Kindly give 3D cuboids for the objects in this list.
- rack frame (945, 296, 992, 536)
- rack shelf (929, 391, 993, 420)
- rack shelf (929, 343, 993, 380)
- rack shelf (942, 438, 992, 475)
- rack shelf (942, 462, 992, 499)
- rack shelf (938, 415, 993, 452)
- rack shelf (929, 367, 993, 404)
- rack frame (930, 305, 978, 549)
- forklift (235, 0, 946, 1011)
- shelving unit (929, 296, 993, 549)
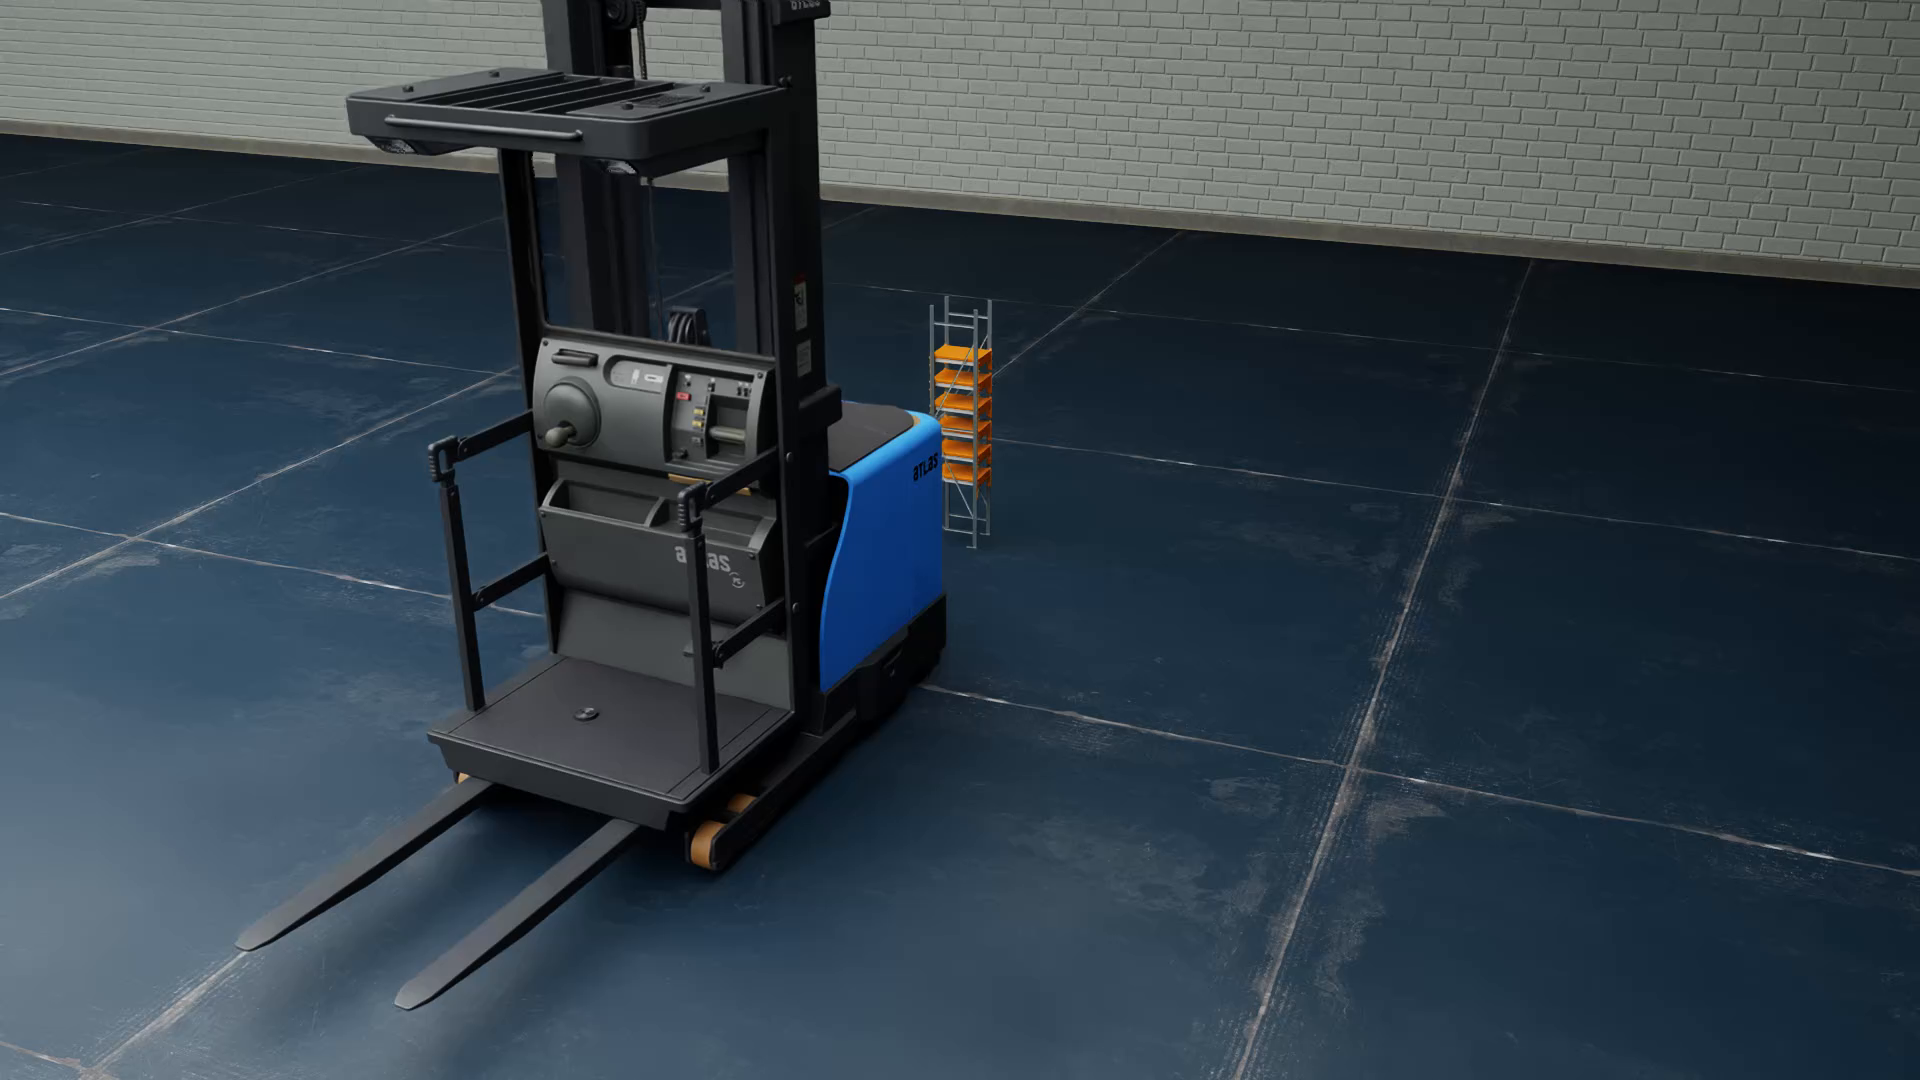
[{"bbox_3d":[0.039,-0.592,8.110,0.240,1.200,0.006,9,24,20],"label":"rack frame"},{"bbox_3d":[0.005,-0.629,8.002,0.258,0.103,0.180,9,24,20],"label":"rack shelf"},{"bbox_3d":[0.005,-0.850,7.910,0.258,0.103,0.180,9,24,20],"label":"rack shelf"},{"bbox_3d":[0.005,-0.407,8.095,0.258,0.103,0.180,9,24,20],"label":"rack shelf"},{"bbox_3d":[0.005,-0.296,8.141,0.258,0.103,0.180,9,24,20],"label":"rack shelf"},{"bbox_3d":[0.005,-0.518,8.048,0.258,0.103,0.180,9,24,20],"label":"rack shelf"},{"bbox_3d":[0.005,-0.739,7.956,0.258,0.103,0.180,9,24,20],"label":"rack shelf"},{"bbox_3d":[-0.029,-0.526,7.953,0.240,1.200,0.006,9,24,20],"label":"rack frame"},{"bbox_3d":[-1.155,-0.434,5.487,1.130,2.935,3.031,11,25,24],"label":"forklift"},{"bbox_3d":[0.005,-0.559,8.031,0.258,1.200,0.189,9,24,20],"label":"shelving unit"}]
